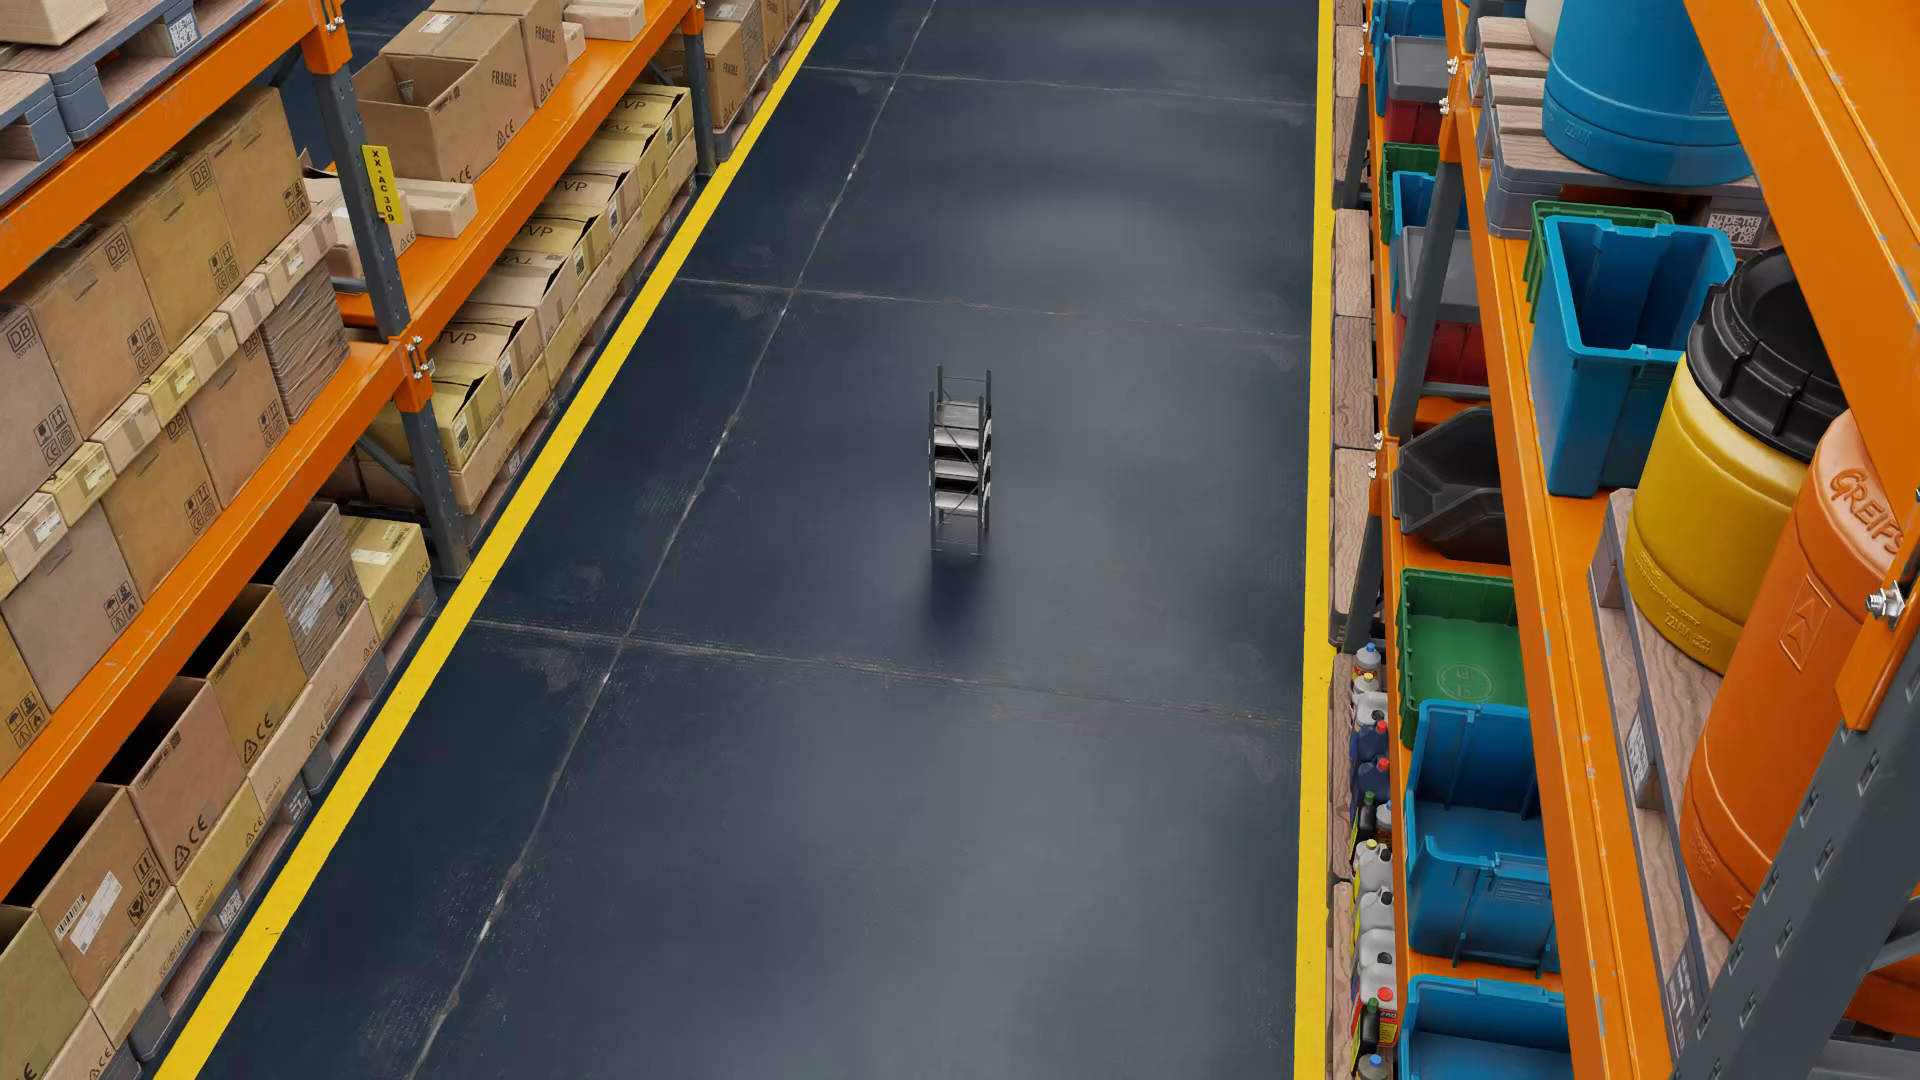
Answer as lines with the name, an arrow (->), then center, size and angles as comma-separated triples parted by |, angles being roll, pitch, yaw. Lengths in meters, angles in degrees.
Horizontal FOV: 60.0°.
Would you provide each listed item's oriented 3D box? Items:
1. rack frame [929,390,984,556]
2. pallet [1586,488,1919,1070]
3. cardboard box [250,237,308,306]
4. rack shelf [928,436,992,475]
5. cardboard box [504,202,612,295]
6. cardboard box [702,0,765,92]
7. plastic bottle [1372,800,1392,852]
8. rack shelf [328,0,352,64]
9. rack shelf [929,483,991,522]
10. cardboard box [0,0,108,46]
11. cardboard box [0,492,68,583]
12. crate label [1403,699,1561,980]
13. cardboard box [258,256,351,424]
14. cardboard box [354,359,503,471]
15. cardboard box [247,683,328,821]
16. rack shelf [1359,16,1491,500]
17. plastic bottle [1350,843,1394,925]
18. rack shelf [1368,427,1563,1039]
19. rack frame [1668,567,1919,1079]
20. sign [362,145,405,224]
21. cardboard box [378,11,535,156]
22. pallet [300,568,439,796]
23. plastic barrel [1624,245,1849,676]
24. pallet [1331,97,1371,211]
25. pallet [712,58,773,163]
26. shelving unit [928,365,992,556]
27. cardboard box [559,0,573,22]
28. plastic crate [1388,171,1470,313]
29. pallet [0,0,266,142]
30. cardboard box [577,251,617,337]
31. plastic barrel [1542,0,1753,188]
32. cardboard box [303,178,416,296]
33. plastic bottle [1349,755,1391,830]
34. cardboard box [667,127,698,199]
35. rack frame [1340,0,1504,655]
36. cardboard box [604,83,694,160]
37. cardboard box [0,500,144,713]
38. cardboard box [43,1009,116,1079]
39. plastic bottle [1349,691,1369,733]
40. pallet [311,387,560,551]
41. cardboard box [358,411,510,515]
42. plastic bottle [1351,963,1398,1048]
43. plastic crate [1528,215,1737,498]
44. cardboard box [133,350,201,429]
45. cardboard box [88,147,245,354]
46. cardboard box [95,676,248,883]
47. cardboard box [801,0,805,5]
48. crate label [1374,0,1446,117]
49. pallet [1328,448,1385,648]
rack frame -> -0.016, -0.288, 7.489 | 0.240, 0.900, 0.006 | 6, 40, 8
pallet -> 1.659, 0.406, 2.796 | 1.003, 0.211, 1.213 | 6, 40, 8
cardboard box -> -2.647, -1.001, 6.116 | 0.380, 0.149, 0.250 | 6, 40, 7
rack shelf -> 0.001, -0.396, 7.530 | 0.258, 0.077, 0.200 | 6, 40, 8
cardboard box -> -2.185, -1.577, 8.788 | 0.500, 0.311, 0.500 | 7, 40, 9
cardboard box -> -1.629, -3.361, 11.175 | 0.500, 0.500, 0.500 | 5, 40, 6
plastic bottle -> 1.542, 1.045, 6.025 | 0.097, 0.271, 0.097 | 0, 40, 0
rack shelf -> -2.420, -3.195, 7.568 | 1.077, 0.370, 4.000 | 6, 40, 8
rack shelf -> 0.001, -0.187, 7.702 | 0.258, 0.077, 0.200 | 6, 40, 8
cardboard box -> -2.706, -1.549, 4.770 | 0.380, 0.149, 0.250 | 6, 40, 8
cardboard box -> -2.912, -0.027, 4.938 | 0.380, 0.149, 0.250 | 7, 40, 8
crate label -> 1.471, 0.799, 4.499 | 0.502, 0.435, 0.616 | 6, 40, 8
cardboard box -> -2.837, -0.821, 6.407 | 0.700, 0.500, 0.500 | 5, 40, 7
cardboard box -> -2.450, -0.612, 7.621 | 0.500, 0.311, 0.500 | 7, 40, 8
cardboard box -> -2.800, 0.780, 6.378 | 0.500, 0.250, 0.500 | 6, 40, 8
rack shelf -> 2.458, -1.491, 7.861 | 1.077, 0.370, 4.000 | 6, 40, 8
plastic bottle -> 1.457, 1.184, 5.794 | 0.144, 0.351, 0.185 | 6, 40, 7
rack shelf -> 1.765, 1.019, 4.824 | 1.077, 0.370, 4.000 | 6, 40, 8
rack frame -> 1.423, -0.314, 1.165 | 0.949, 2.616, 0.053 | 6, 40, 8
sign -> -2.220, -1.365, 6.403 | 0.100, 0.325, 0.005 | 6, 40, 8
cardboard box -> -2.440, -2.225, 8.106 | 0.500, 0.500, 0.500 | 6, 40, 8
pallet -> -2.945, 0.508, 7.067 | 1.003, 0.211, 1.213 | 6, 40, 8
plastic barrel -> 1.491, -0.123, 2.810 | 0.600, 0.588, 0.600 | 0, 40, 0
pallet -> 2.899, -2.448, 10.642 | 1.003, 0.211, 1.213 | 6, 40, 8
pallet -> -1.908, -2.961, 11.263 | 1.003, 0.211, 1.213 | 6, 40, 8
shelving unit -> 0.001, -0.352, 7.566 | 0.258, 0.900, 0.210 | 6, 40, 8
cardboard box -> -2.420, -2.998, 9.188 | 0.500, 0.311, 0.500 | 6, 40, 7
plastic crate -> 1.996, -1.233, 6.997 | 0.392, 0.384, 0.575 | 6, 40, 8
pallet -> -2.889, -1.645, 5.198 | 1.003, 0.211, 1.213 | 6, 40, 8
cardboard box -> -2.187, -1.355, 8.960 | 0.500, 0.250, 0.500 | 7, 40, 9
plastic barrel -> 1.834, -1.411, 4.123 | 0.600, 0.901, 0.708 | 6, 40, 8
cardboard box -> -2.724, -1.317, 7.204 | 0.500, 0.250, 0.500 | 9, 40, 10
plastic bottle -> 1.530, 0.918, 6.116 | 0.144, 0.351, 0.185 | 5, 40, 6
cardboard box -> -1.925, -2.317, 10.123 | 0.500, 0.250, 0.500 | 7, 40, 9
rack frame -> 2.111, -0.513, 6.113 | 1.000, 3.000, 0.127 | 6, 40, 8
cardboard box -> -1.922, -2.534, 9.946 | 0.500, 0.311, 0.500 | 7, 40, 9
cardboard box -> -3.100, 0.147, 5.237 | 0.700, 0.500, 0.500 | 8, 40, 9
cardboard box -> -3.064, 1.721, 5.240 | 0.500, 0.250, 0.500 | 6, 40, 8
plastic bottle -> 1.589, 0.675, 6.527 | 0.097, 0.201, 0.097 | 0, 40, 0
pallet -> -2.677, -0.454, 8.230 | 1.003, 0.211, 1.213 | 6, 40, 8
cardboard box -> -2.453, -0.389, 7.792 | 0.500, 0.250, 0.500 | 5, 40, 7
plastic bottle -> 1.376, 1.521, 5.445 | 0.152, 0.276, 0.135 | 7, 40, 8
plastic crate -> 1.453, -0.382, 3.614 | 0.392, 0.384, 0.575 | 6, 40, 8
cardboard box -> -2.780, -0.517, 5.531 | 0.380, 0.149, 0.250 | 6, 40, 7
cardboard box -> -2.923, -1.004, 5.610 | 0.700, 0.500, 0.500 | 6, 40, 8
cardboard box -> -2.885, 0.805, 5.759 | 0.500, 0.500, 0.500 | 6, 40, 8
cardboard box -> -1.366, -4.323, 12.338 | 0.500, 0.500, 0.500 | 7, 40, 8
crate label -> 2.365, -2.443, 8.420 | 0.502, 0.435, 0.616 | 6, 40, 8
pallet -> 2.209, 0.065, 7.603 | 1.003, 0.211, 1.213 | 6, 40, 8
